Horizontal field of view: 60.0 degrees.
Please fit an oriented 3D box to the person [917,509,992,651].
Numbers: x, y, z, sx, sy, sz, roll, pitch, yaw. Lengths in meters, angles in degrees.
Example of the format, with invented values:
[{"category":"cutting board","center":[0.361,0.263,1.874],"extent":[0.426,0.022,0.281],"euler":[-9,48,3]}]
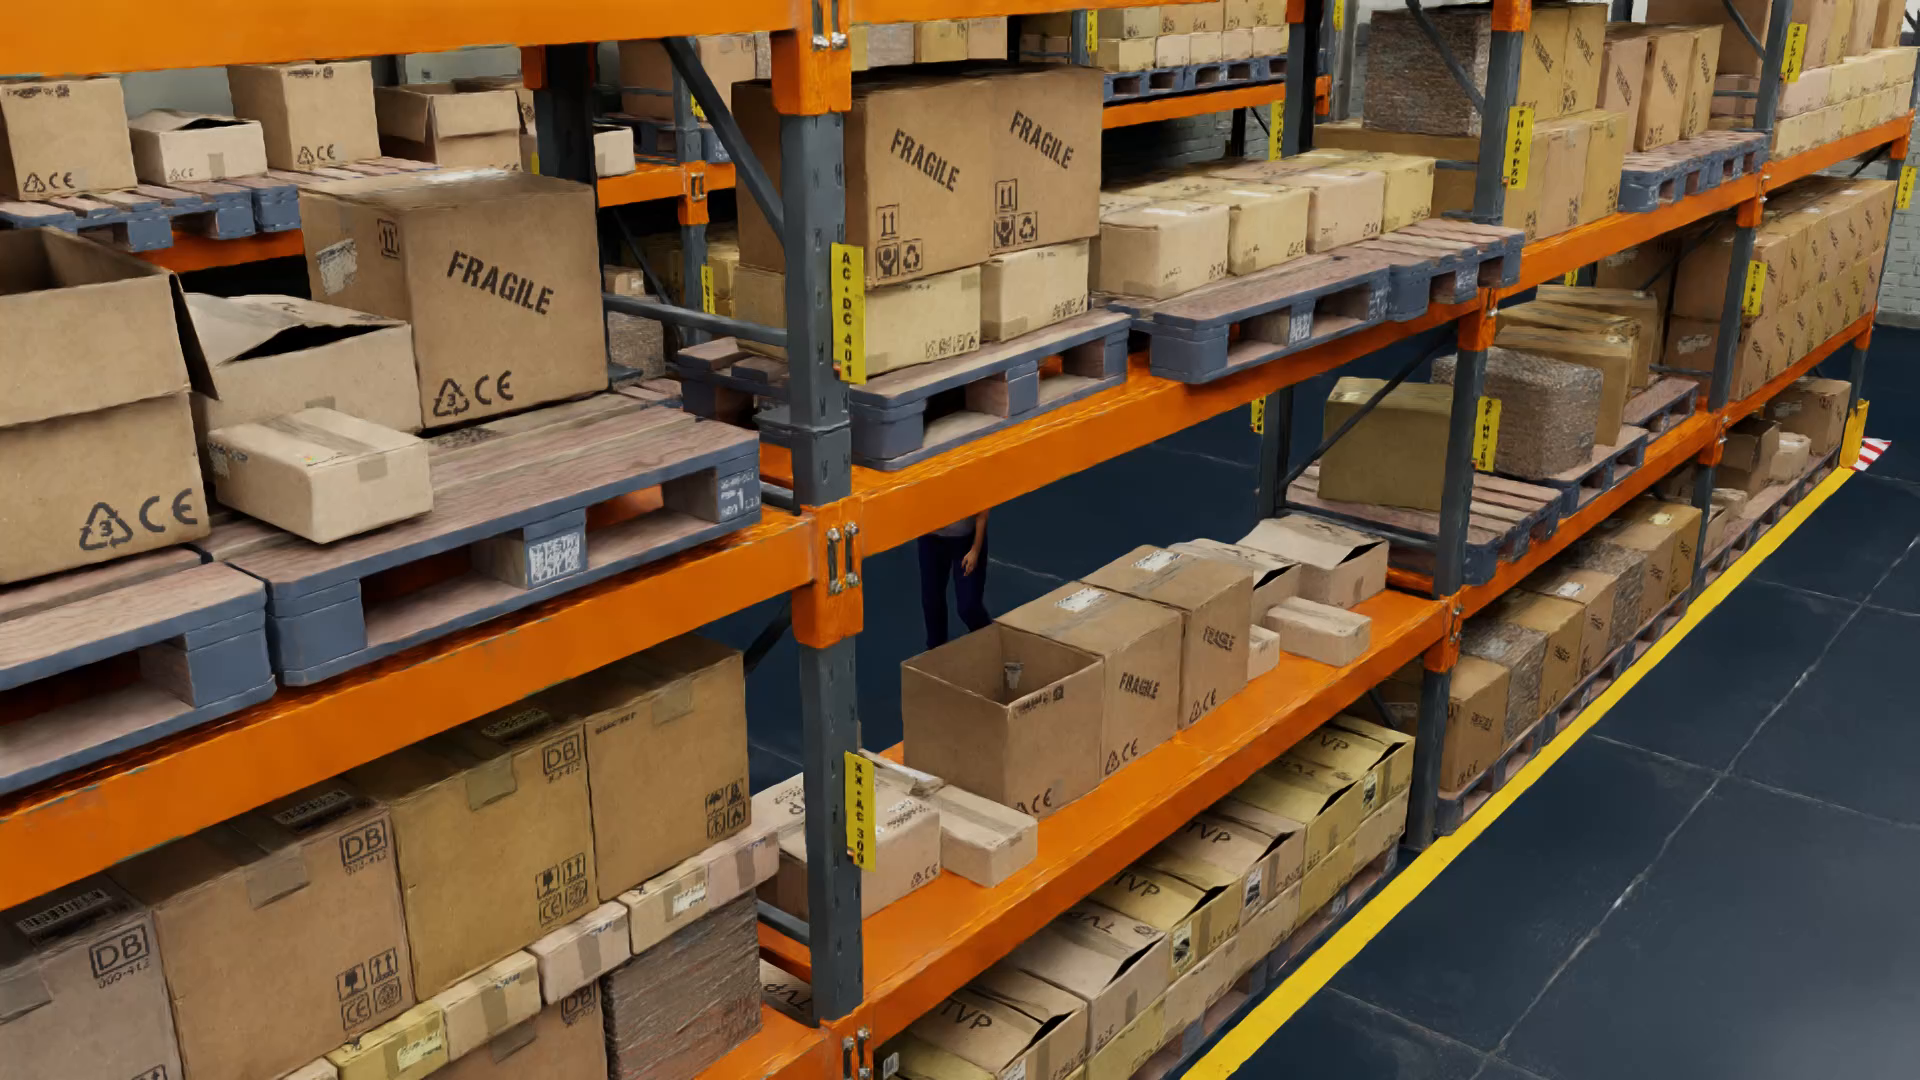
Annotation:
[{"category":"person","center":[-0.045,0.037,9.550],"extent":[0.486,1.612,0.608],"euler":[7,21,17]}]
